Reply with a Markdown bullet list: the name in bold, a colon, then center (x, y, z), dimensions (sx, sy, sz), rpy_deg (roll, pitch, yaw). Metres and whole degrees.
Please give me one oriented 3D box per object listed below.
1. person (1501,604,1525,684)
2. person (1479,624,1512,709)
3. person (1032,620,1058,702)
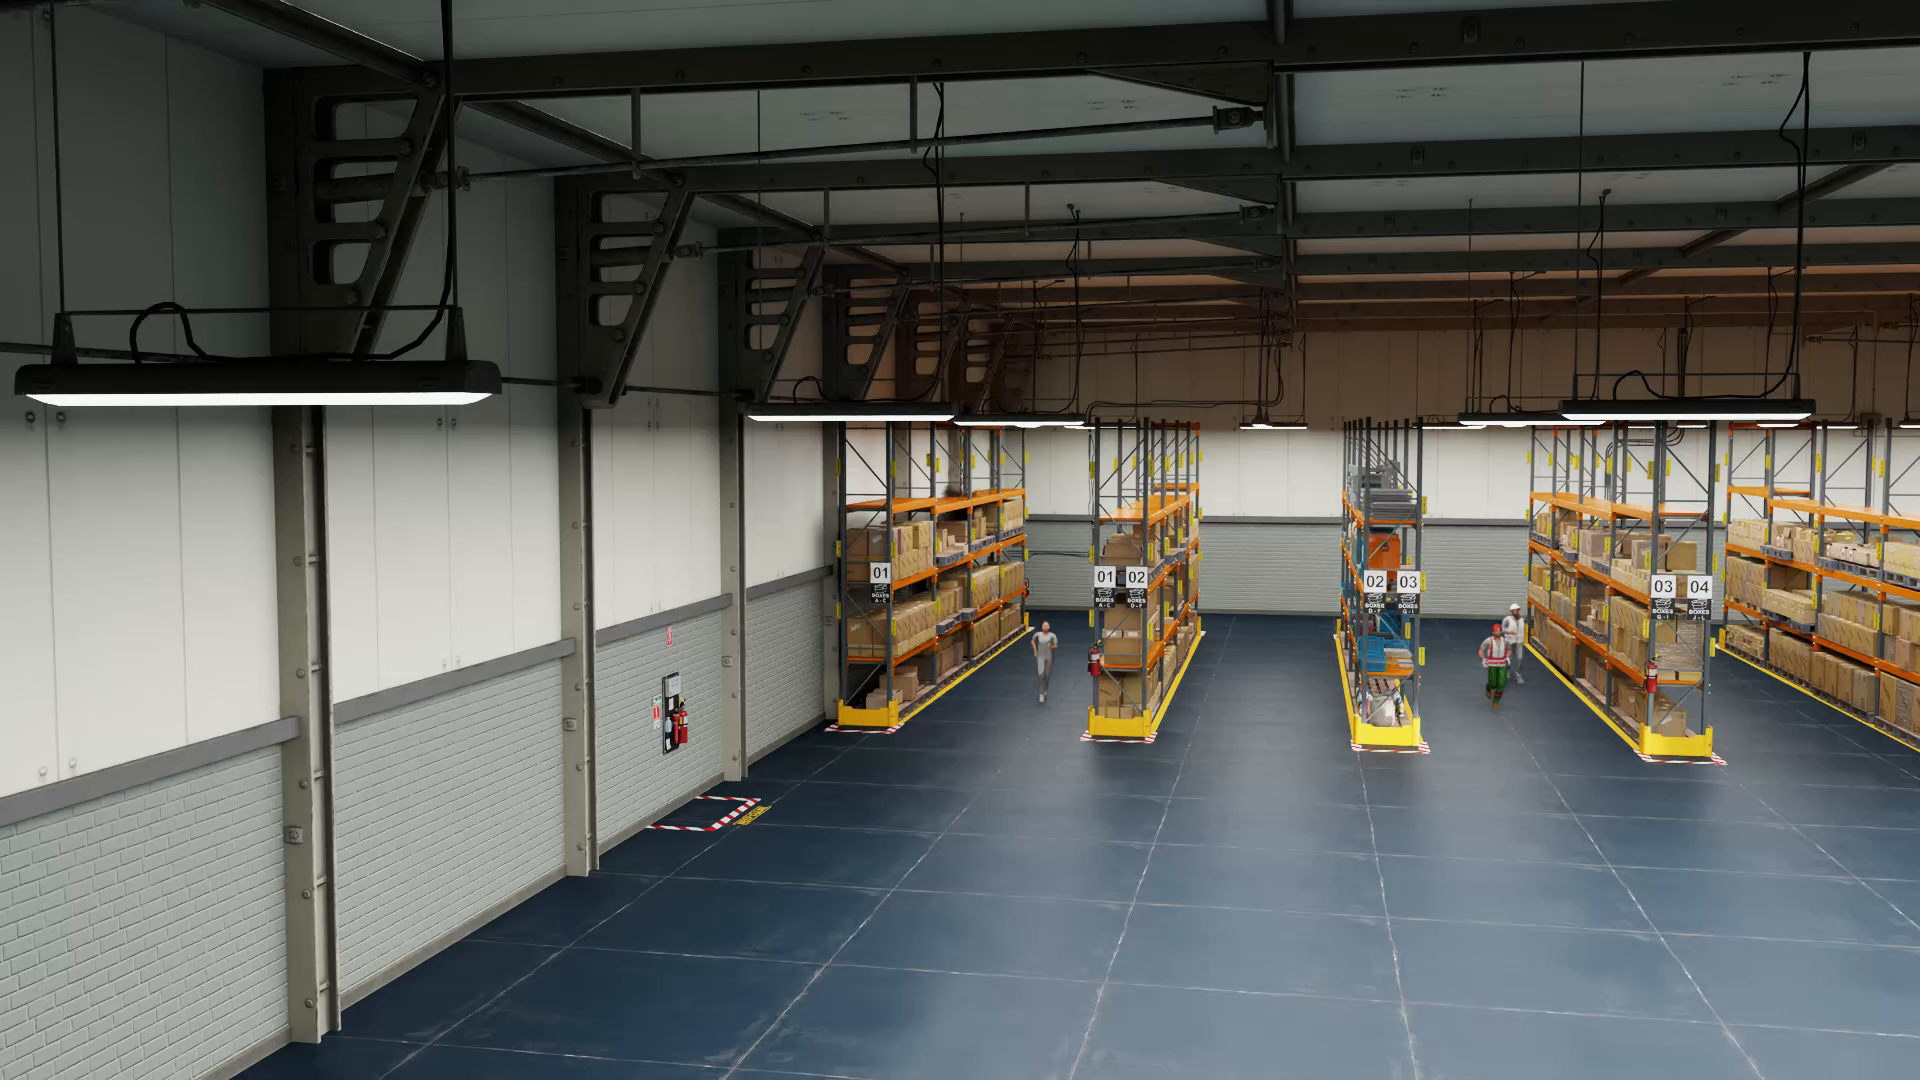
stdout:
- **person**: center (12.694, 2.359, 38.153), dimensions (0.647, 1.804, 0.859), rpy_deg (0, 4, 2)
- **person**: center (11.164, 2.619, 34.612), dimensions (0.670, 1.749, 0.555), rpy_deg (0, 4, 1)
- **person**: center (1.821, 2.577, 35.655), dimensions (0.550, 1.728, 0.780), rpy_deg (0, 4, -3)
